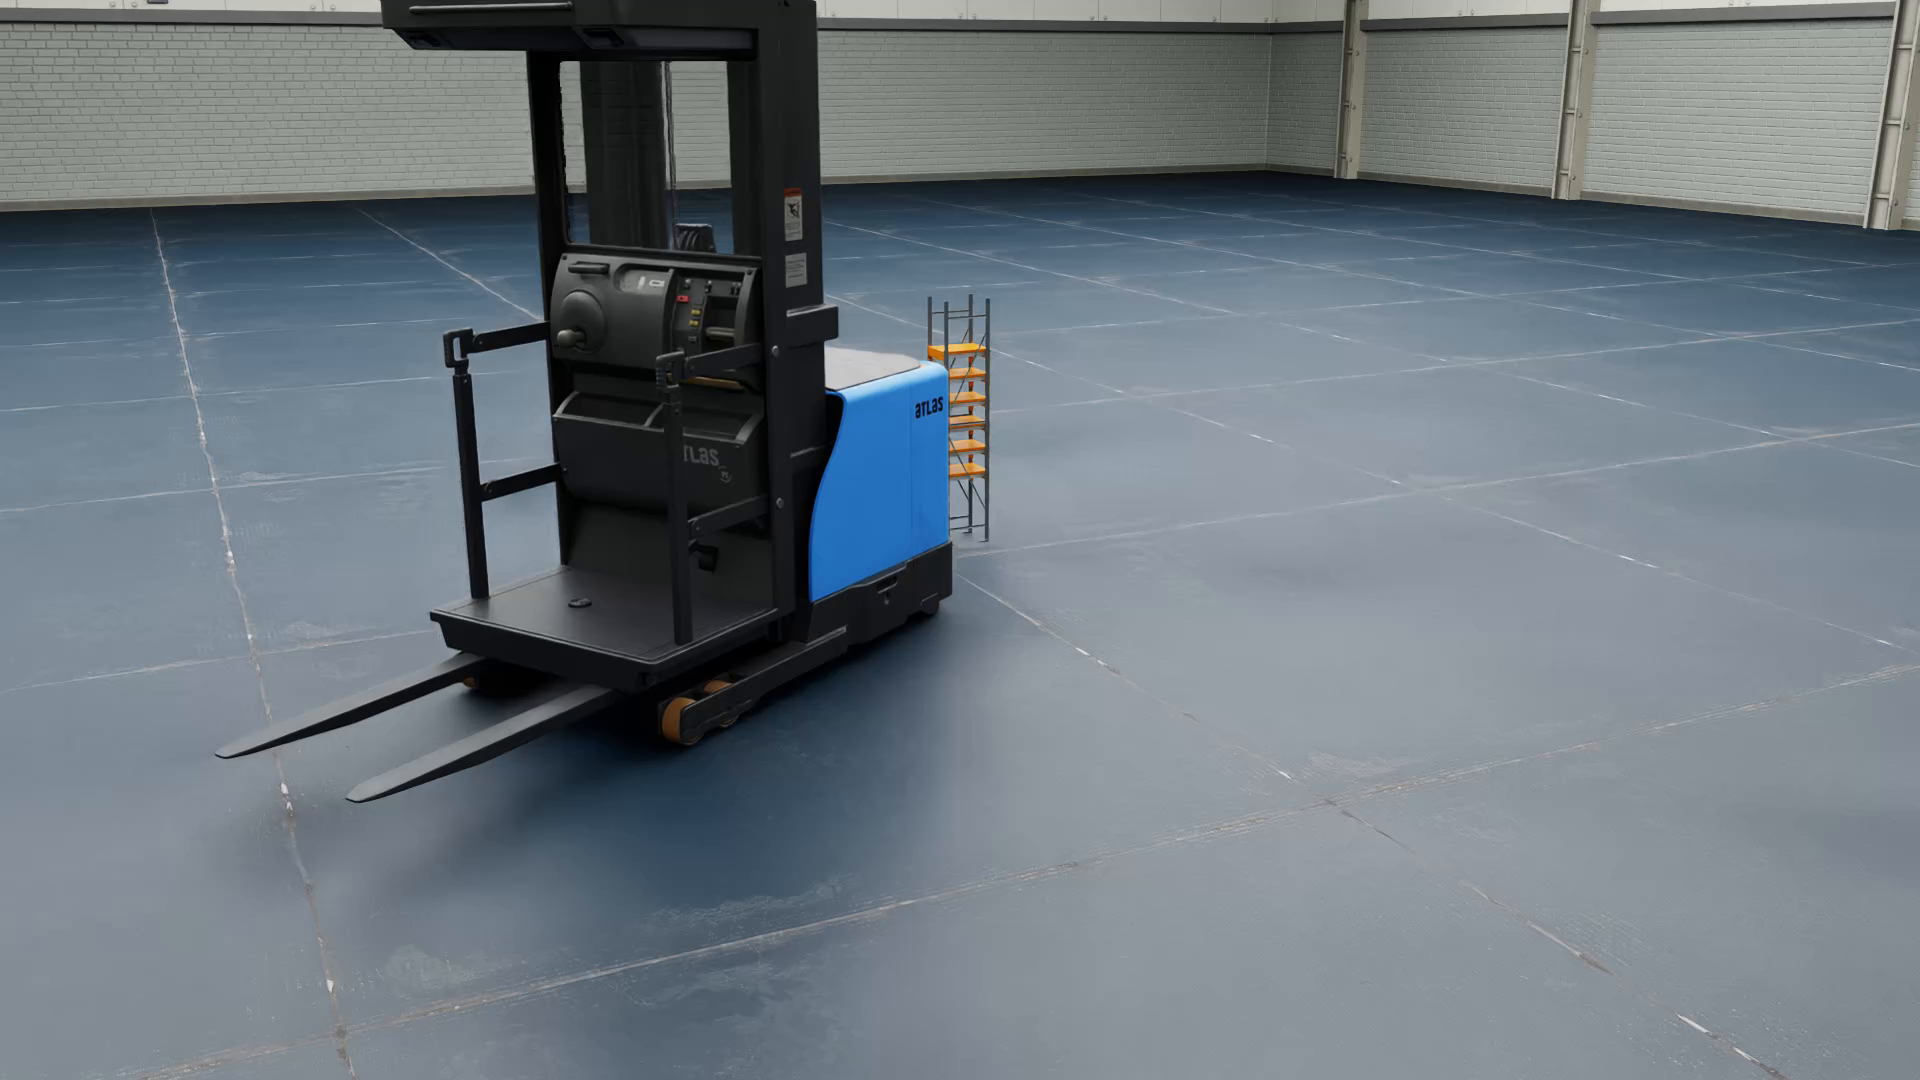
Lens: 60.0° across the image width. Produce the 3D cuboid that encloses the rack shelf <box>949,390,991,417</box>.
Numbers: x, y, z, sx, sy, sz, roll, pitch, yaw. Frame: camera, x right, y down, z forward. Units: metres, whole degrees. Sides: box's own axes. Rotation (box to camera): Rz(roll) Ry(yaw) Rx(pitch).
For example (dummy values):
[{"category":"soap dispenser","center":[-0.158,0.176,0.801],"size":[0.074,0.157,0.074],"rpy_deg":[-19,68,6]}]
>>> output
[{"category":"rack shelf","center":[-0.006,-0.653,8.077],"size":[0.258,0.103,0.180],"rpy_deg":[-8,18,-25]}]

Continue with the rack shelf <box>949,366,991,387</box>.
[{"category":"rack shelf","center":[-0.006,-0.768,8.044],"size":[0.258,0.103,0.180],"rpy_deg":[-8,18,-25]}]

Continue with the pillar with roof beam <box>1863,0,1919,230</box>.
[{"category":"pillar with roof beam","center":[9.309,-8.257,20.709],"size":[9.100,9.000,0.400],"rpy_deg":[-8,18,-25]}]

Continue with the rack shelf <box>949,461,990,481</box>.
[{"category":"rack shelf","center":[-0.006,-0.307,8.176],"size":[0.258,0.103,0.180],"rpy_deg":[-8,18,-25]}]

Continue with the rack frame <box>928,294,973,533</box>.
[{"category":"rack frame","center":[-0.046,-0.603,8.177],"size":[0.240,1.200,0.006],"rpy_deg":[-8,18,-25]}]

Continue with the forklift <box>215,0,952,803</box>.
[{"category":"forklift","center":[-1.232,-0.842,5.870],"size":[1.130,2.935,3.031],"rpy_deg":[10,19,30]}]

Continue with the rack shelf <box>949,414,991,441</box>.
[{"category":"rack shelf","center":[-0.006,-0.538,8.110],"size":[0.258,0.103,0.180],"rpy_deg":[-8,18,-25]}]

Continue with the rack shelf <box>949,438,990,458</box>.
[{"category":"rack shelf","center":[-0.006,-0.422,8.143],"size":[0.258,0.103,0.180],"rpy_deg":[-8,18,-25]}]

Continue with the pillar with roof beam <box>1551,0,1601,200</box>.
[{"category":"pillar with roof beam","center":[6.681,-9.745,25.893],"size":[9.100,9.000,0.400],"rpy_deg":[-8,18,-25]}]

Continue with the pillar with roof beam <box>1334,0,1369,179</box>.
[{"category":"pillar with roof beam","center":[4.052,-11.232,31.078],"size":[9.100,9.000,0.400],"rpy_deg":[-8,18,-25]}]

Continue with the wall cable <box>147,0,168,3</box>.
[{"category":"wall cable","center":[-11.955,-11.614,26.243],"size":[2.305,6.003,0.169],"rpy_deg":[-8,18,-25]}]

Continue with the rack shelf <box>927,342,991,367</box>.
[{"category":"rack shelf","center":[-0.006,-0.884,8.011],"size":[0.258,0.103,0.180],"rpy_deg":[-8,18,-25]}]

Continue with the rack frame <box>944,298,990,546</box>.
[{"category":"rack frame","center":[0.034,-0.558,8.019],"size":[0.240,1.200,0.006],"rpy_deg":[-8,18,-25]}]

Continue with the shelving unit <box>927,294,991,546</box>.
[{"category":"shelving unit","center":[-0.006,-0.580,8.098],"size":[0.258,1.200,0.189],"rpy_deg":[-8,18,-25]}]
